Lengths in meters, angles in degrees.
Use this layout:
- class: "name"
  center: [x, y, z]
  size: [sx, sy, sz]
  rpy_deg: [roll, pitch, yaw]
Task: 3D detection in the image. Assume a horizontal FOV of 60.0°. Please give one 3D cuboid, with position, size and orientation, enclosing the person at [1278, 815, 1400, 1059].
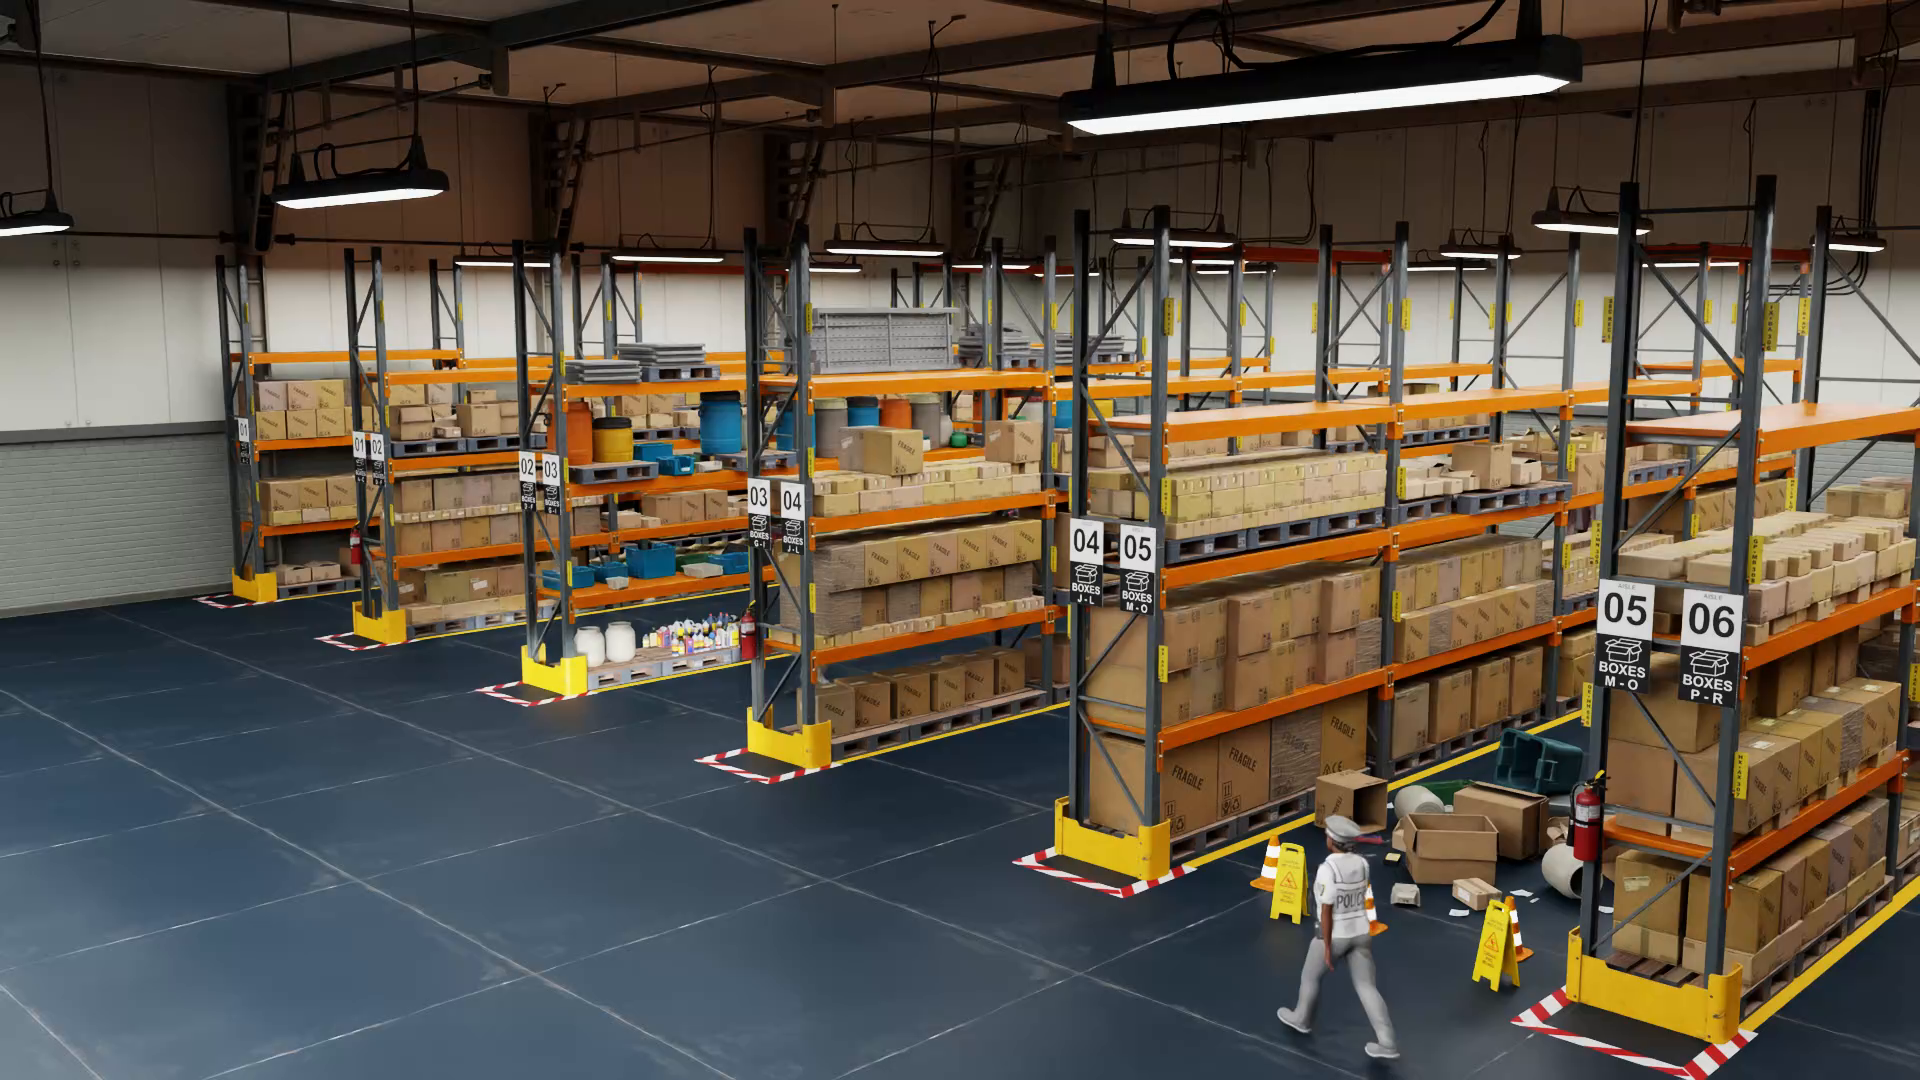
- class: "person"
  center: [2.644, 2.730, 11.541]
  size: [0.453, 1.624, 1.042]
  rpy_deg: [-4, 9, -28]

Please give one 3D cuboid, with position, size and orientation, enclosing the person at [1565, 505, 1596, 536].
- class: "person"
  center: [11.971, -0.255, 32.109]
  size: [0.561, 1.712, 1.204]
  rpy_deg: [3, 9, 20]

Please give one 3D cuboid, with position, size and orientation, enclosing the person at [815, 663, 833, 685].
- class: "person"
  center: [-1.880, 1.122, 22.442]
  size: [0.493, 1.748, 0.587]
  rpy_deg: [-5, 10, -33]
